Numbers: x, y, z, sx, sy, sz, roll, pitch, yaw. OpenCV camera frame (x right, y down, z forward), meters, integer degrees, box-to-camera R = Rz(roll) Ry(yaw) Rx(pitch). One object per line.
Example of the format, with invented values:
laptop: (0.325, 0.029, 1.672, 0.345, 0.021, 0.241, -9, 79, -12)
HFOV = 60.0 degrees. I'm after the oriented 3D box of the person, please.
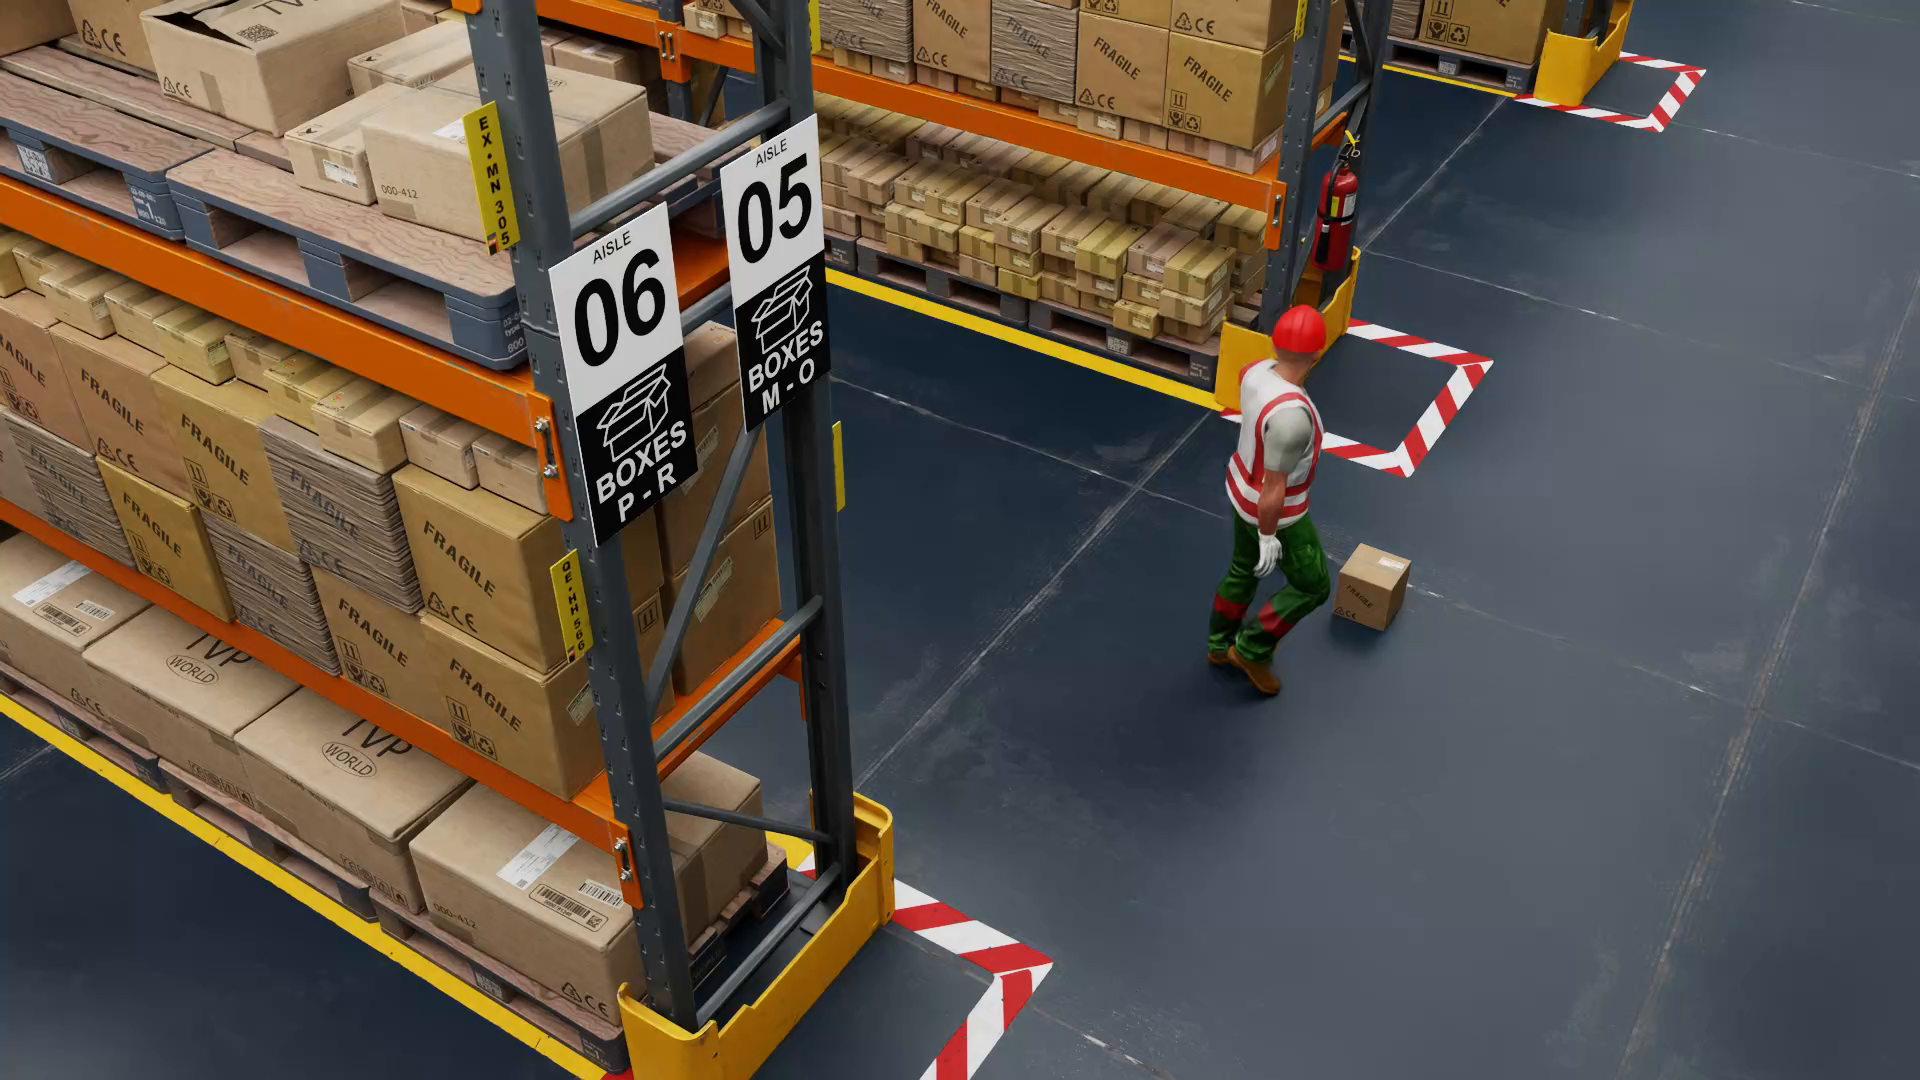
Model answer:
person: (1.310, -0.133, 6.819, 0.425, 1.812, 0.599, -5, 38, -7)
